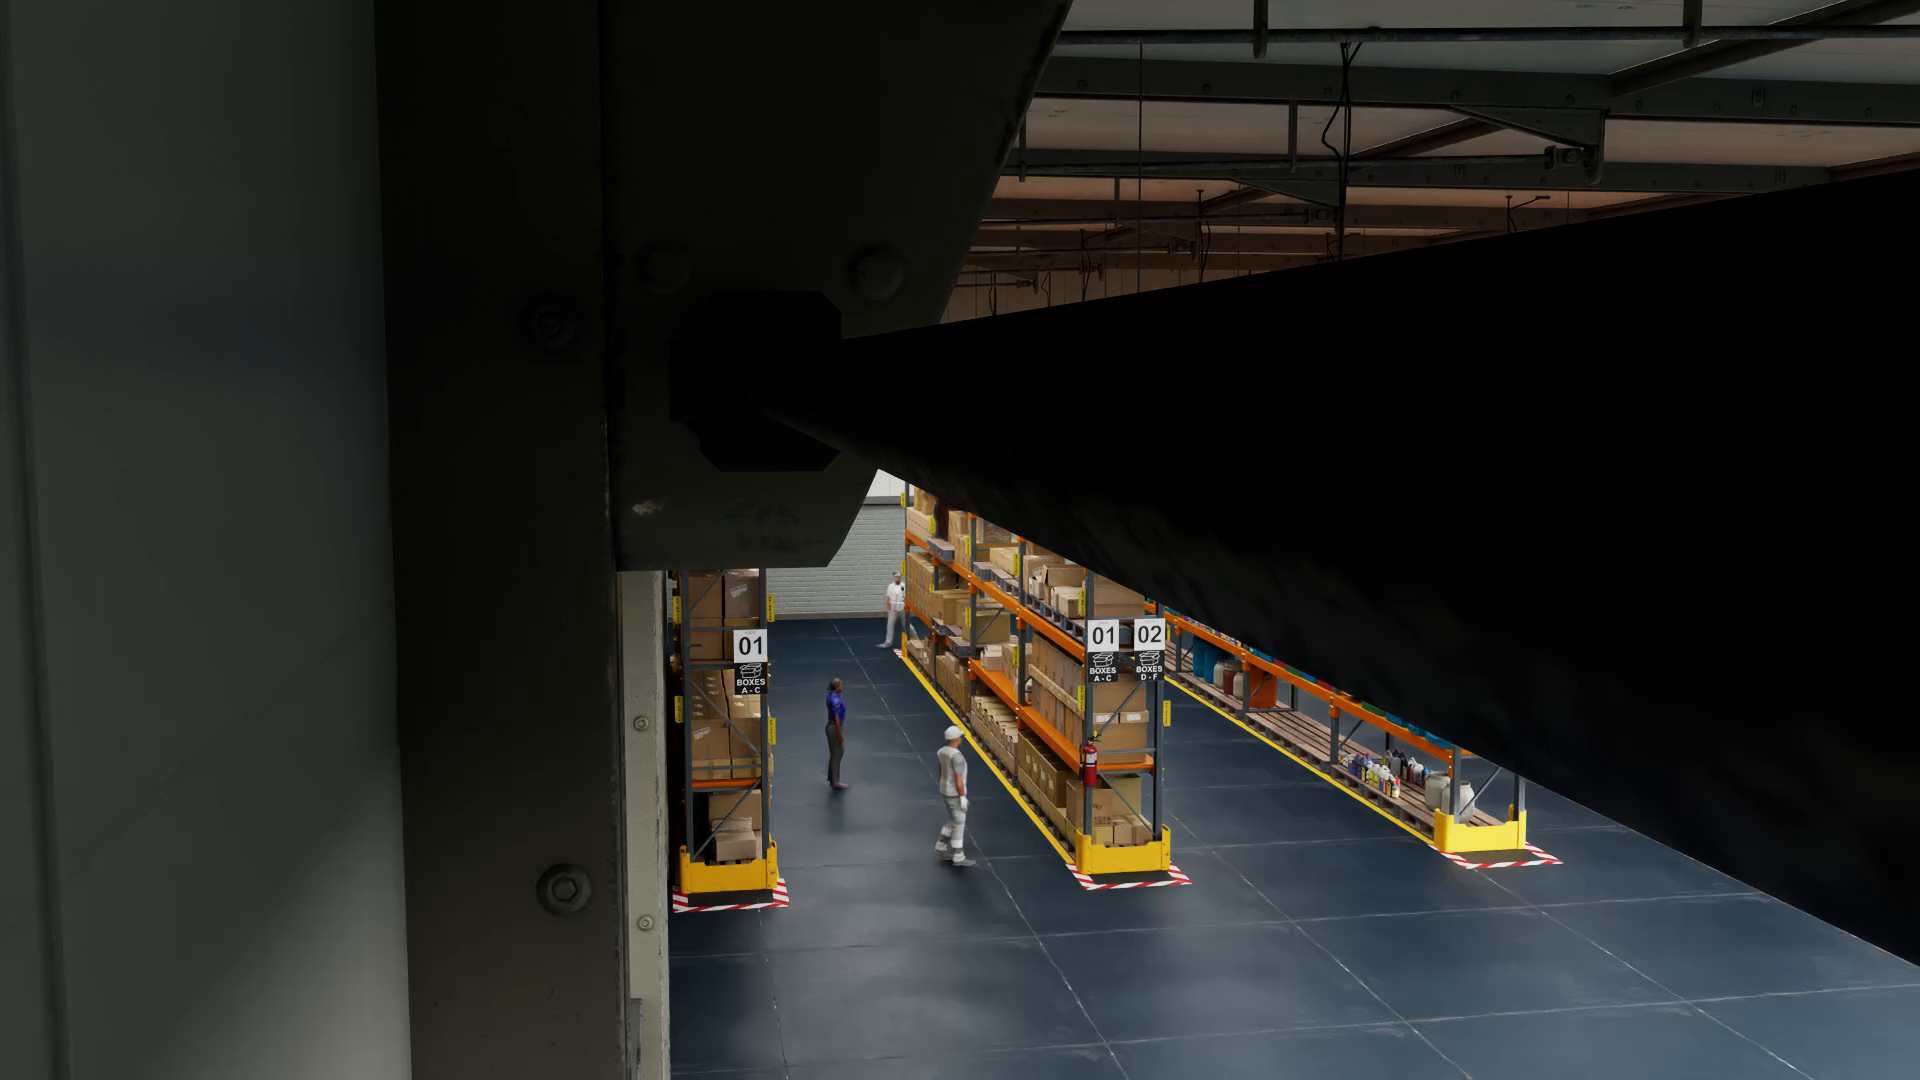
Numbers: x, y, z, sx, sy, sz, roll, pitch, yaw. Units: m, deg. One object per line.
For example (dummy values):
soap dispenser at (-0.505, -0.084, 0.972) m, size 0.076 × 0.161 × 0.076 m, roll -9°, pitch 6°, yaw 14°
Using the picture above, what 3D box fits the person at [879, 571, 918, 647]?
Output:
person at (-1.379, 1.555, 37.676) m, size 0.597 × 1.731 × 1.019 m, roll 4°, pitch 7°, yaw 35°

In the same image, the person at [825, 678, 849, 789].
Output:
person at (-1.870, 2.944, 25.147) m, size 0.332 × 1.743 × 0.506 m, roll -1°, pitch 6°, yaw -12°

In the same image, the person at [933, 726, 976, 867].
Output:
person at (-0.055, 3.254, 21.195) m, size 0.441 × 1.802 × 0.645 m, roll -3°, pitch 7°, yaw -25°
